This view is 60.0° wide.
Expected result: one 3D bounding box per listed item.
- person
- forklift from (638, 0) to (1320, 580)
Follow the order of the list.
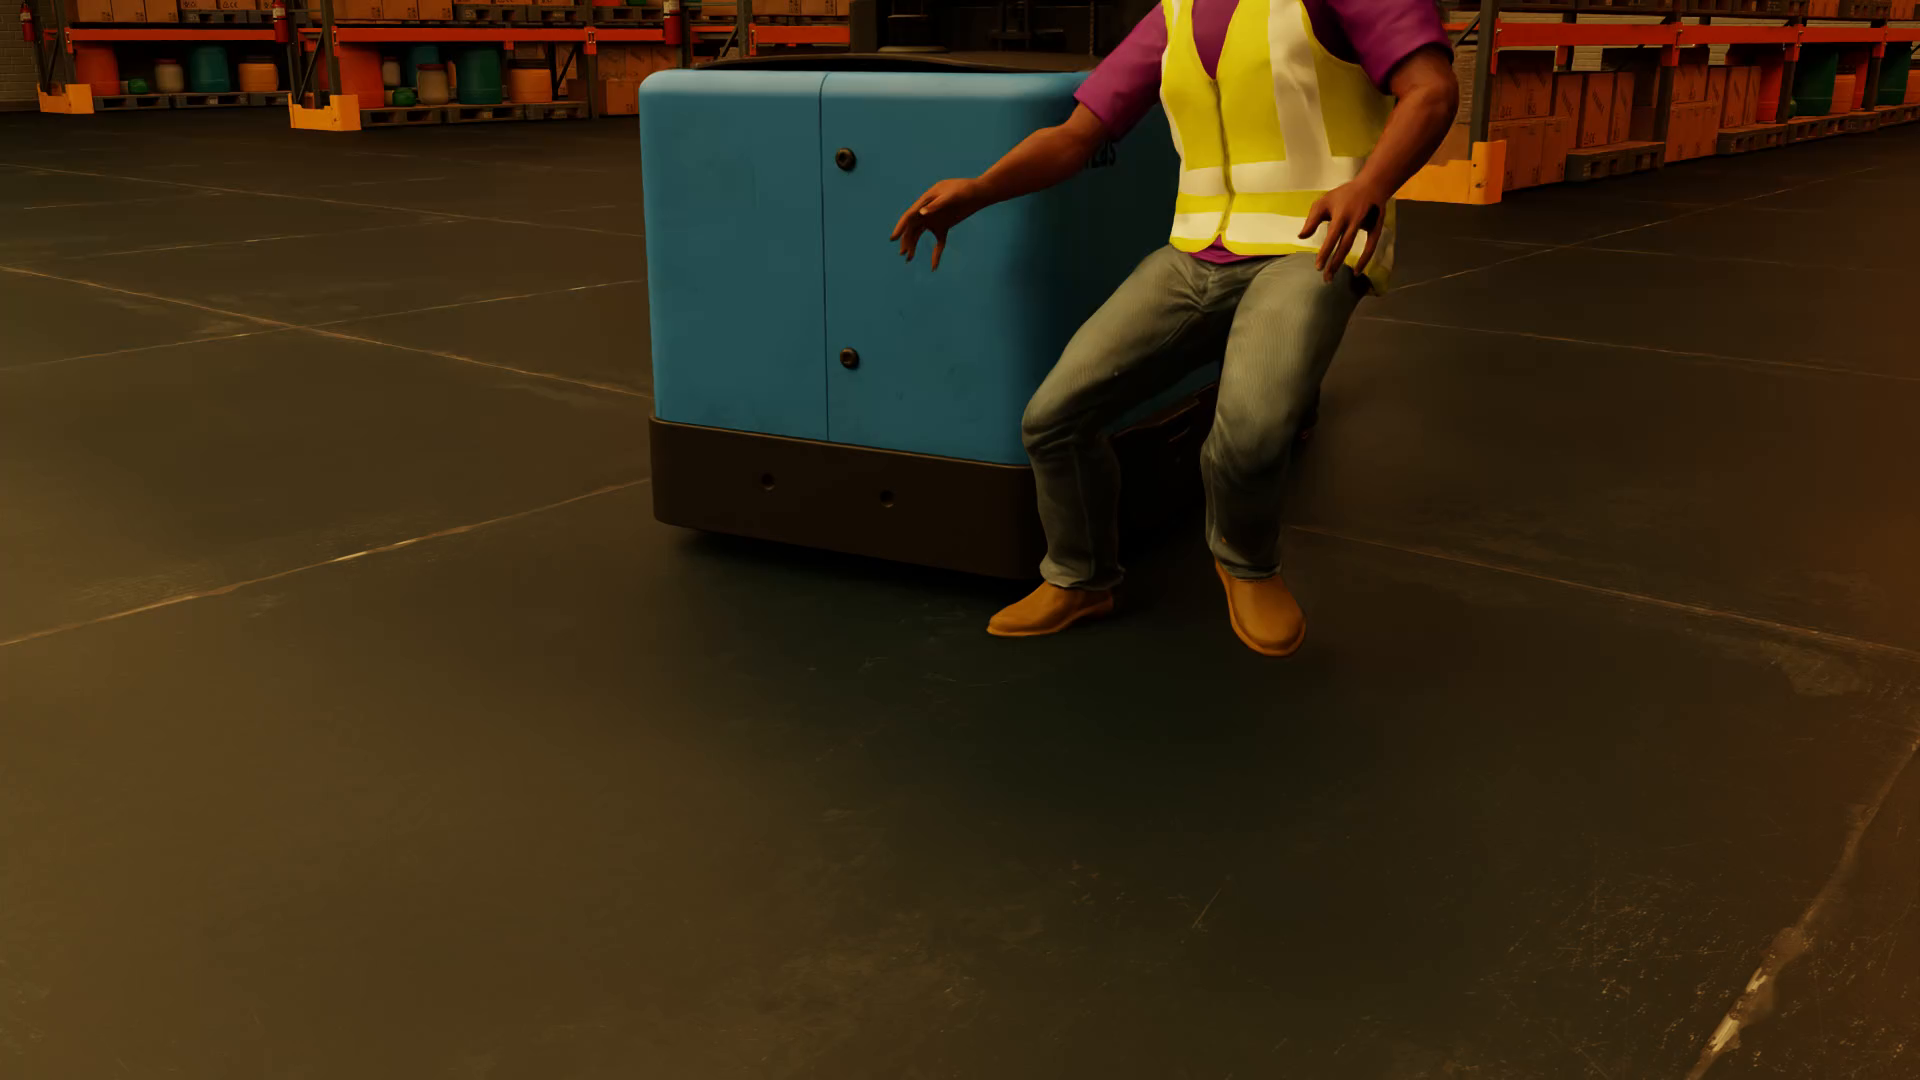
[{"bbox_3d":[0.402,-0.508,2.897,0.736,1.603,0.861,-13,21,-37],"label":"person"},{"bbox_3d":[0.414,-1.700,4.497,1.130,2.935,3.031,9,19,26],"label":"forklift"}]
